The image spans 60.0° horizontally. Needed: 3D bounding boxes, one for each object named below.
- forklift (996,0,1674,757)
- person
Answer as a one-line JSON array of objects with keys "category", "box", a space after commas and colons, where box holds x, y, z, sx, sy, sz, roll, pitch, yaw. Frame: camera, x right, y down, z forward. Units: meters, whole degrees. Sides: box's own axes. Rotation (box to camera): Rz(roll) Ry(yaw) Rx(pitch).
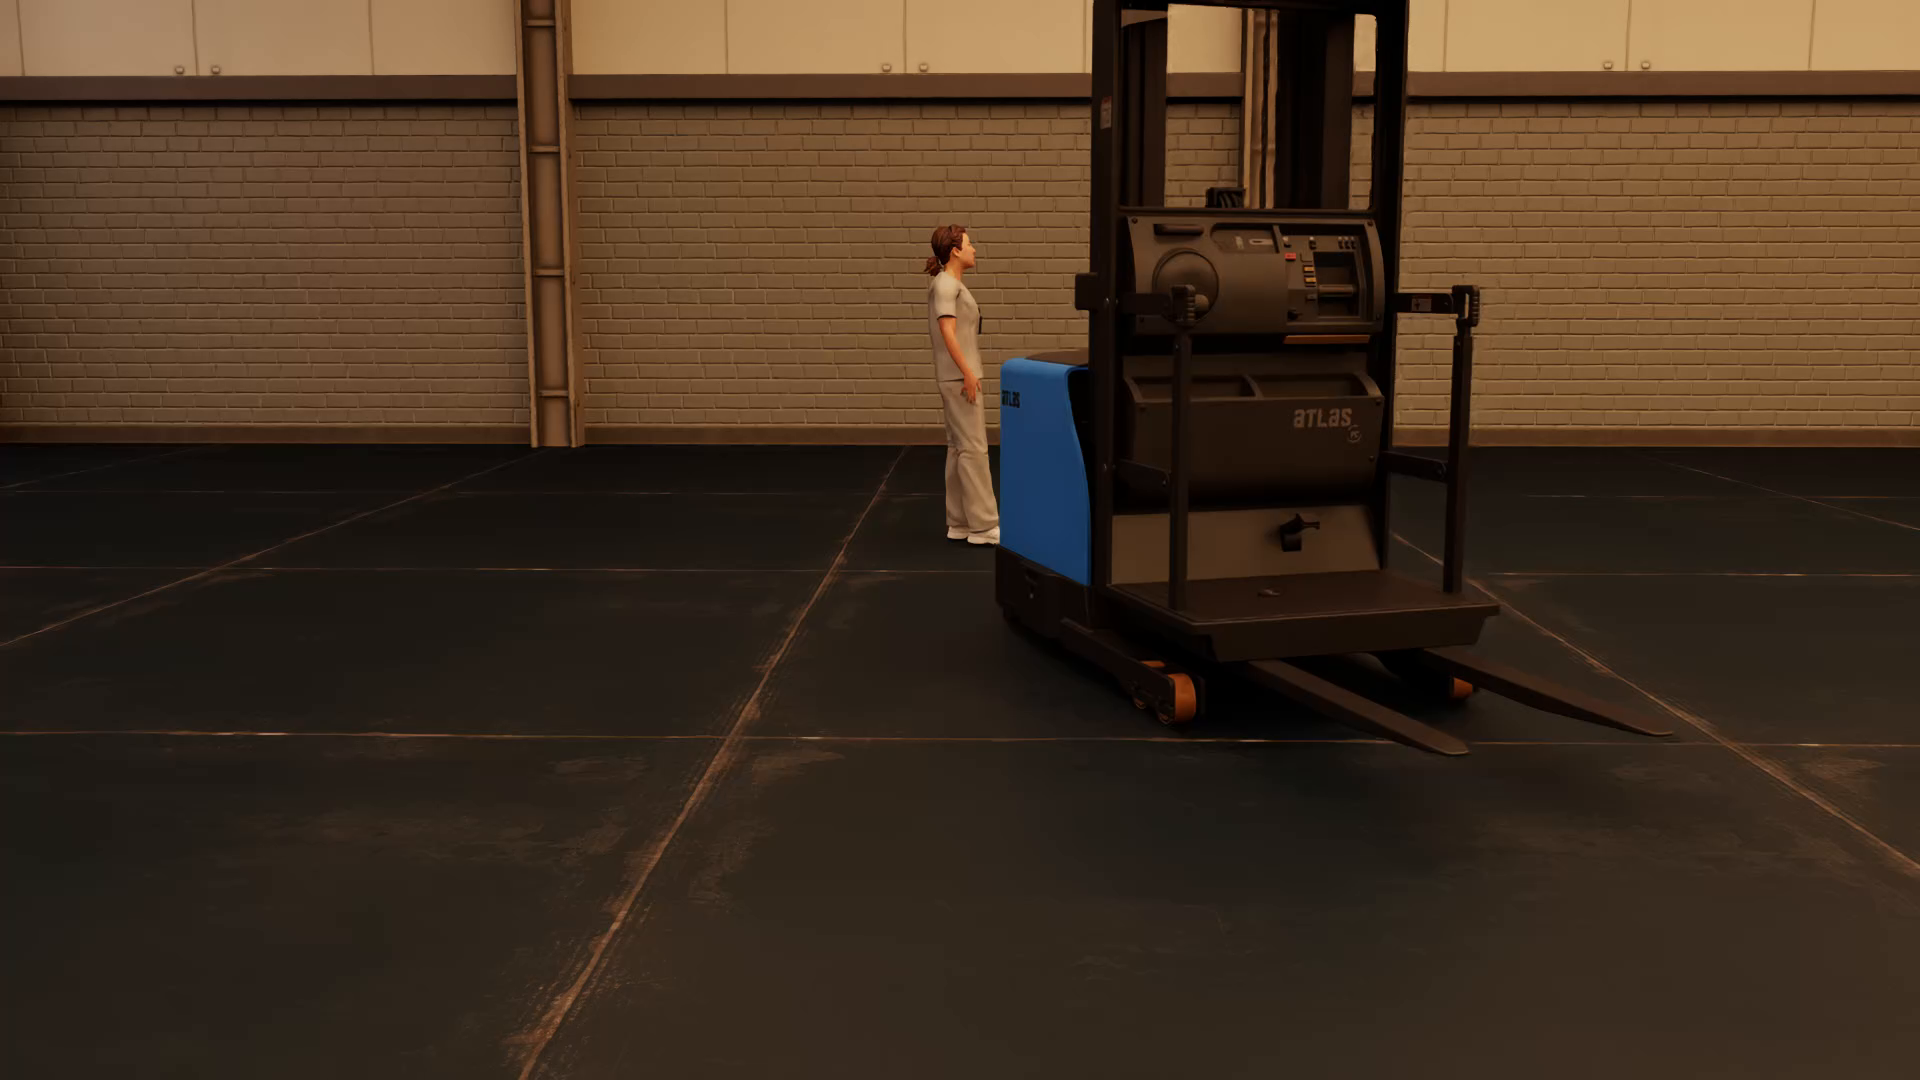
[{"category": "forklift", "box": [1.070, -0.936, 5.418, 1.130, 2.935, 3.031, -3, 9, -17]}, {"category": "person", "box": [0.073, -0.833, 8.859, 0.549, 1.675, 0.549, 0, 9, 1]}]
